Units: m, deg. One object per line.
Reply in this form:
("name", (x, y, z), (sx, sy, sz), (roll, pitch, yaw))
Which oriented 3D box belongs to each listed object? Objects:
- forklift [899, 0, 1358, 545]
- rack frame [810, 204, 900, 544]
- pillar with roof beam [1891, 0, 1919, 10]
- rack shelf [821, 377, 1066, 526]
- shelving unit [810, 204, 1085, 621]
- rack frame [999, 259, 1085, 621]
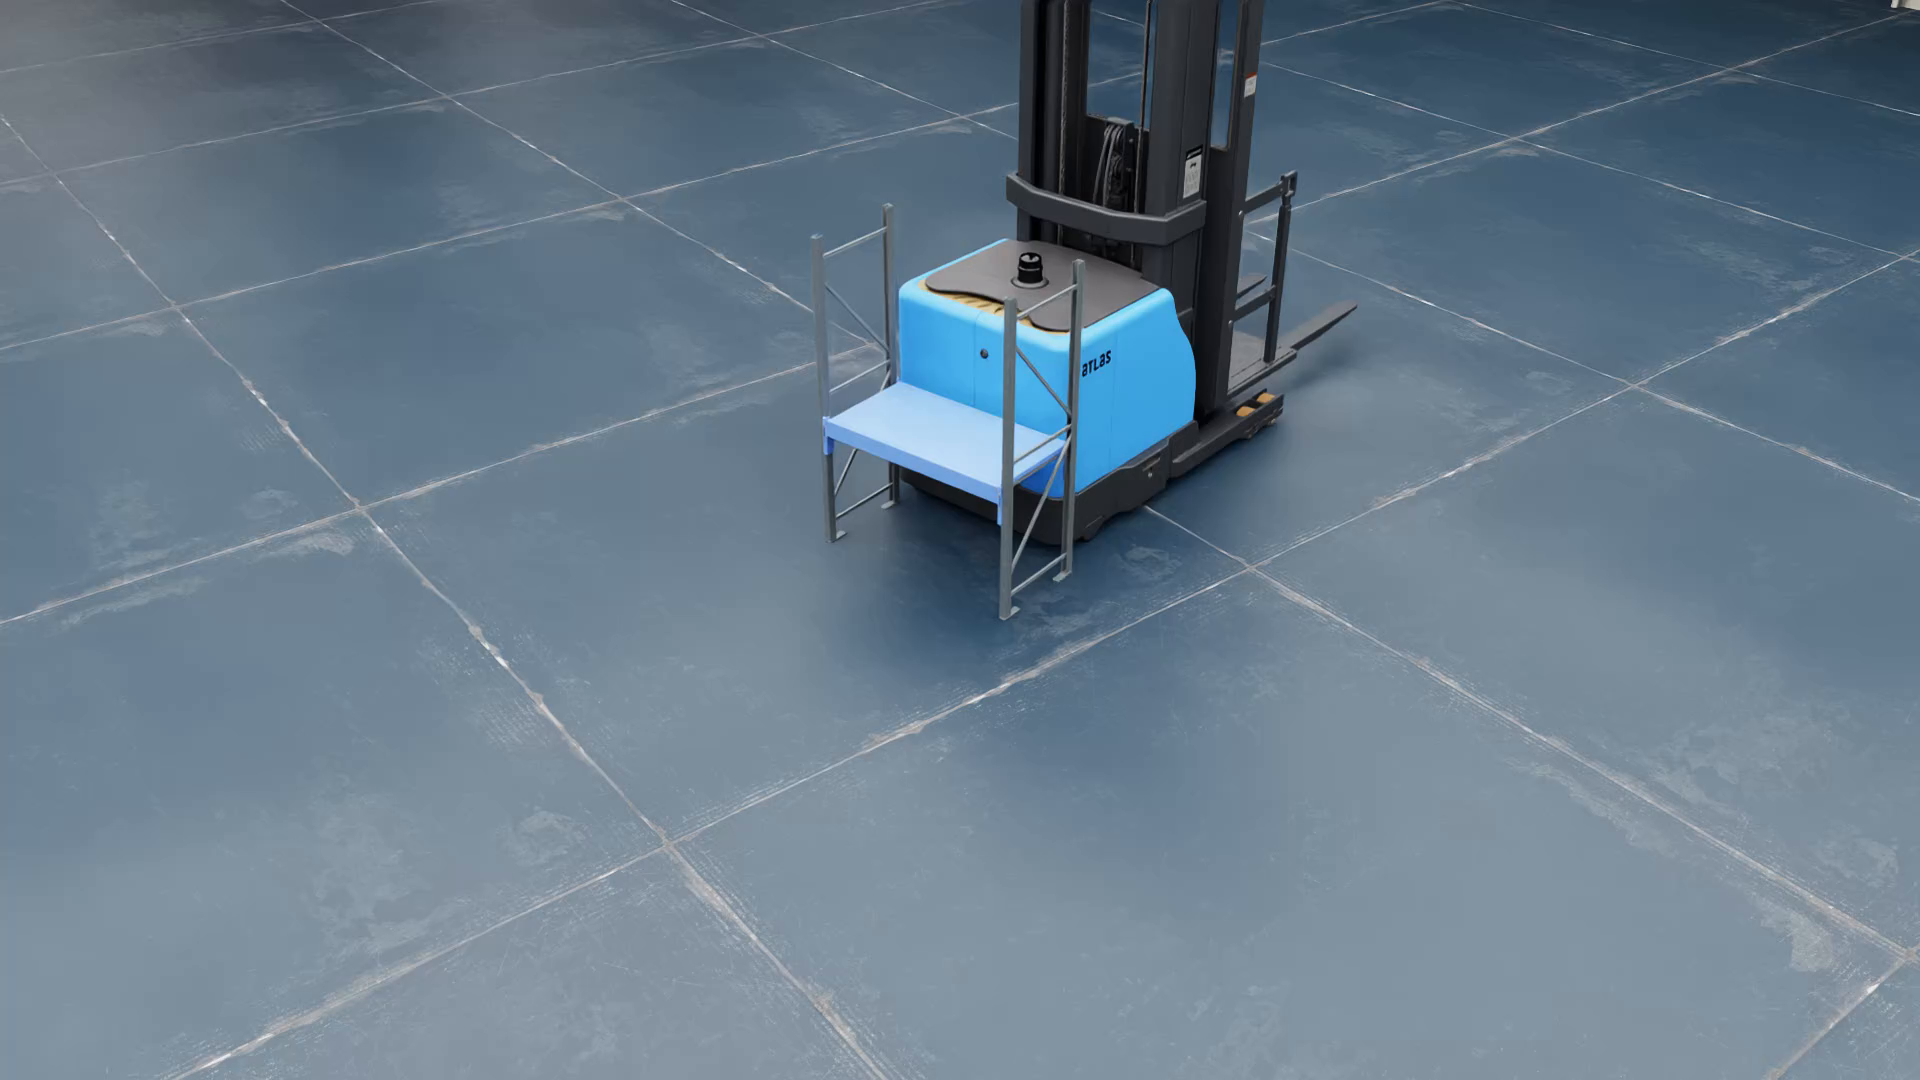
("forklift", (1.043, -1.924, 8.069), (1.130, 2.935, 3.031), (24, 39, 34))
("rack frame", (-0.458, -0.727, 7.500), (0.032, 1.500, 0.500), (23, 38, 32))
("pillar with roof beam", (5.810, -7.539, 11.359), (9.100, 9.000, 0.400), (-22, 38, -31))
("rack shelf", (-0.060, -0.408, 7.326), (1.000, 0.185, 0.538), (23, 38, 32))
("shelving unit", (-0.061, -0.561, 7.231), (1.048, 1.500, 0.538), (23, 38, 32))
("rack frame", (0.337, -0.394, 6.962), (0.032, 1.500, 0.500), (23, 38, 32))
